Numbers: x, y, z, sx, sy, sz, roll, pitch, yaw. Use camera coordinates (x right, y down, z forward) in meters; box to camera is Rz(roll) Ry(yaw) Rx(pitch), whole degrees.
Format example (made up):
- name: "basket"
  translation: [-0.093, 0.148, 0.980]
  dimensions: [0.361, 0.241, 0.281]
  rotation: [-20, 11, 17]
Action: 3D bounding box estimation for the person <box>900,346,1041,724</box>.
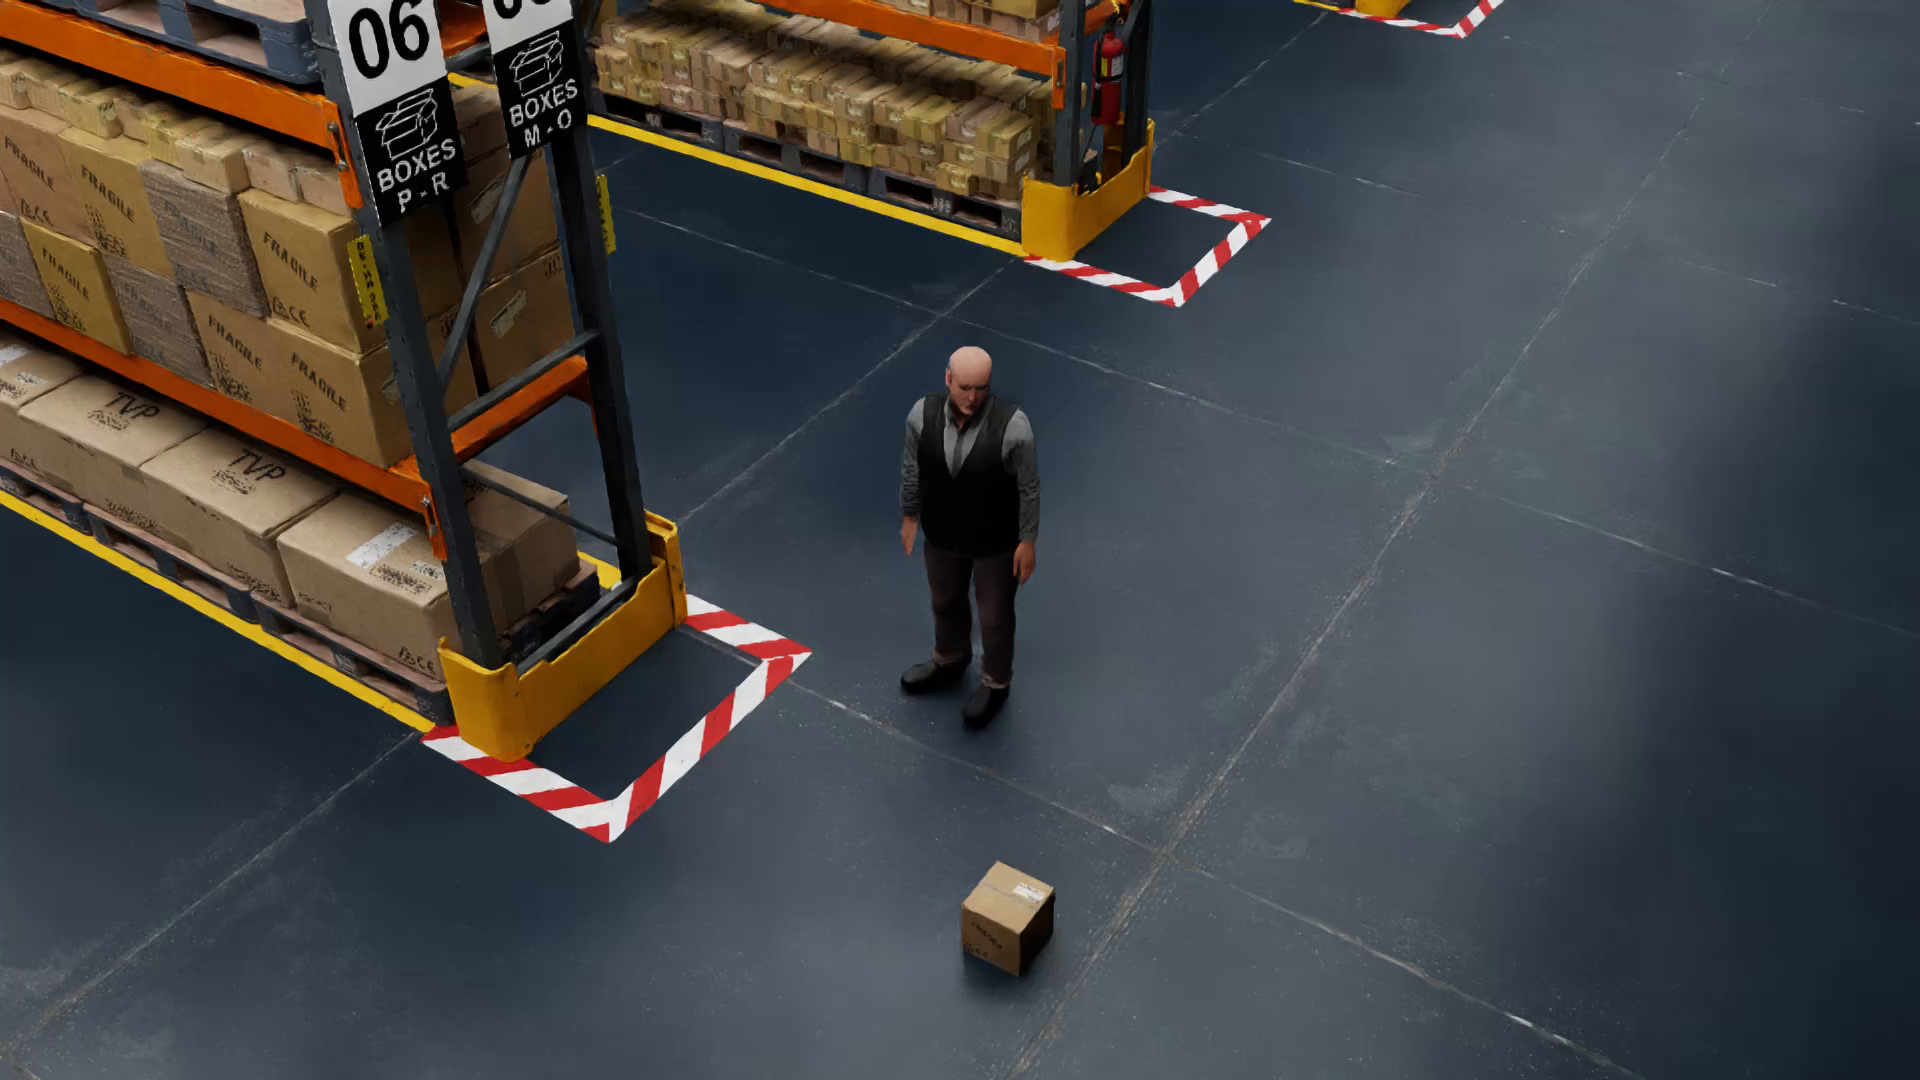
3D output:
- name: "person"
  translation: [0.029, -0.013, 6.675]
  dimensions: [0.591, 1.732, 0.385]
  rotation: [15, 41, 19]
